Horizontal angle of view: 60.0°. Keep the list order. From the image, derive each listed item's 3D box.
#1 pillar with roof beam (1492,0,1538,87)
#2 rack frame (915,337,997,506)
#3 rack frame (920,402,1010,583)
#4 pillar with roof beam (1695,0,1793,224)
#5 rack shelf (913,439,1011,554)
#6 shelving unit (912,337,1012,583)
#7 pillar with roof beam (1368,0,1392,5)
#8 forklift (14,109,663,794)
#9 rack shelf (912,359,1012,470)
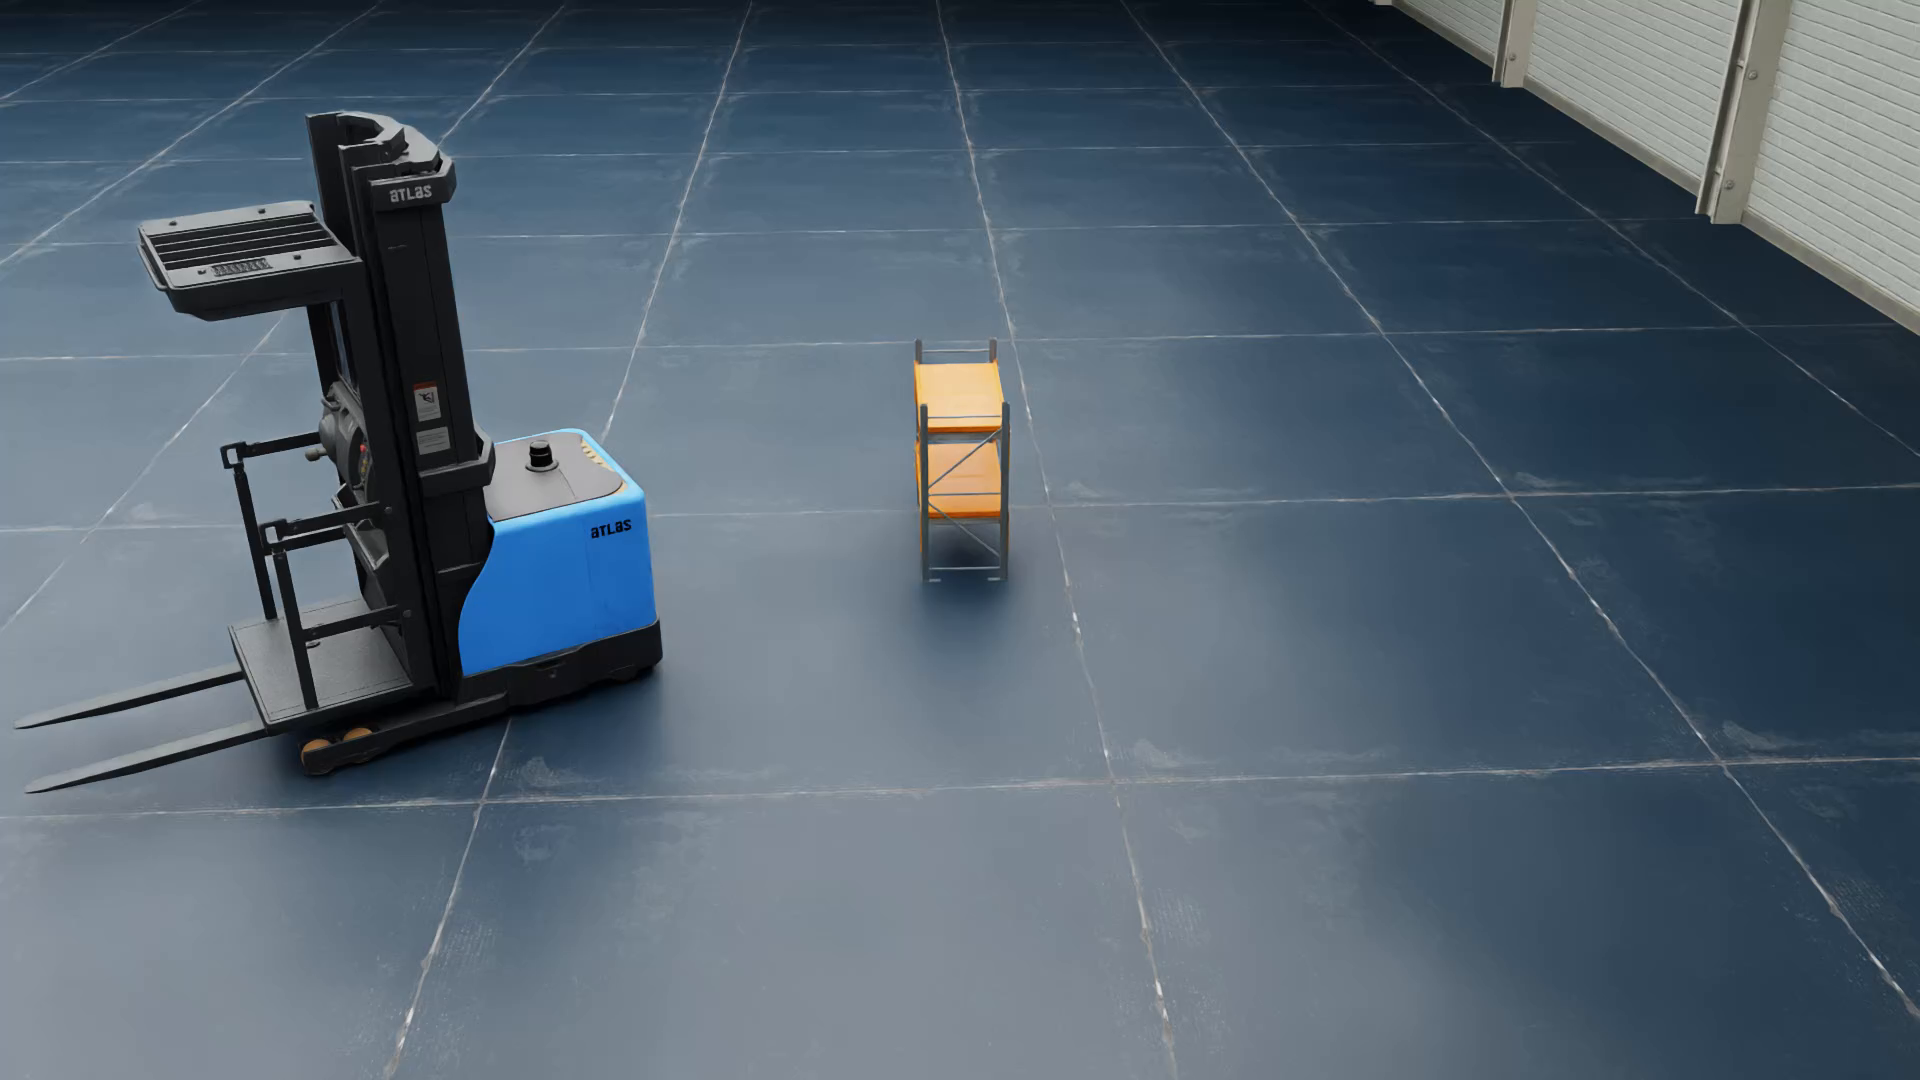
[{"bbox_3d":[2.829,-9.816,19.340,9.100,9.000,0.400,-1,28,-3],"label":"pillar with roof beam"},{"bbox_3d":[-0.026,-0.730,10.434,0.500,1.125,0.032,-1,28,-3],"label":"rack frame"},{"bbox_3d":[0.027,-0.261,9.534,0.500,1.125,0.032,-1,28,-3],"label":"rack frame"},{"bbox_3d":[3.142,-7.045,14.027,9.100,9.000,0.400,-1,28,-3],"label":"pillar with roof beam"},{"bbox_3d":[0.000,-0.279,10.097,0.538,0.278,1.000,-1,28,-3],"label":"rack shelf"},{"bbox_3d":[0.000,-0.496,9.984,0.538,1.125,1.048,-1,28,-3],"label":"shelving unit"},{"bbox_3d":[2.516,-12.587,24.652,9.100,9.000,0.400,-1,28,-3],"label":"pillar with roof beam"},{"bbox_3d":[-3.120,-0.441,7.926,3.031,2.935,1.130,-15,31,-27],"label":"forklift"},{"bbox_3d":[0.000,-0.755,9.849,0.538,0.278,1.000,-1,28,-3],"label":"rack shelf"}]
